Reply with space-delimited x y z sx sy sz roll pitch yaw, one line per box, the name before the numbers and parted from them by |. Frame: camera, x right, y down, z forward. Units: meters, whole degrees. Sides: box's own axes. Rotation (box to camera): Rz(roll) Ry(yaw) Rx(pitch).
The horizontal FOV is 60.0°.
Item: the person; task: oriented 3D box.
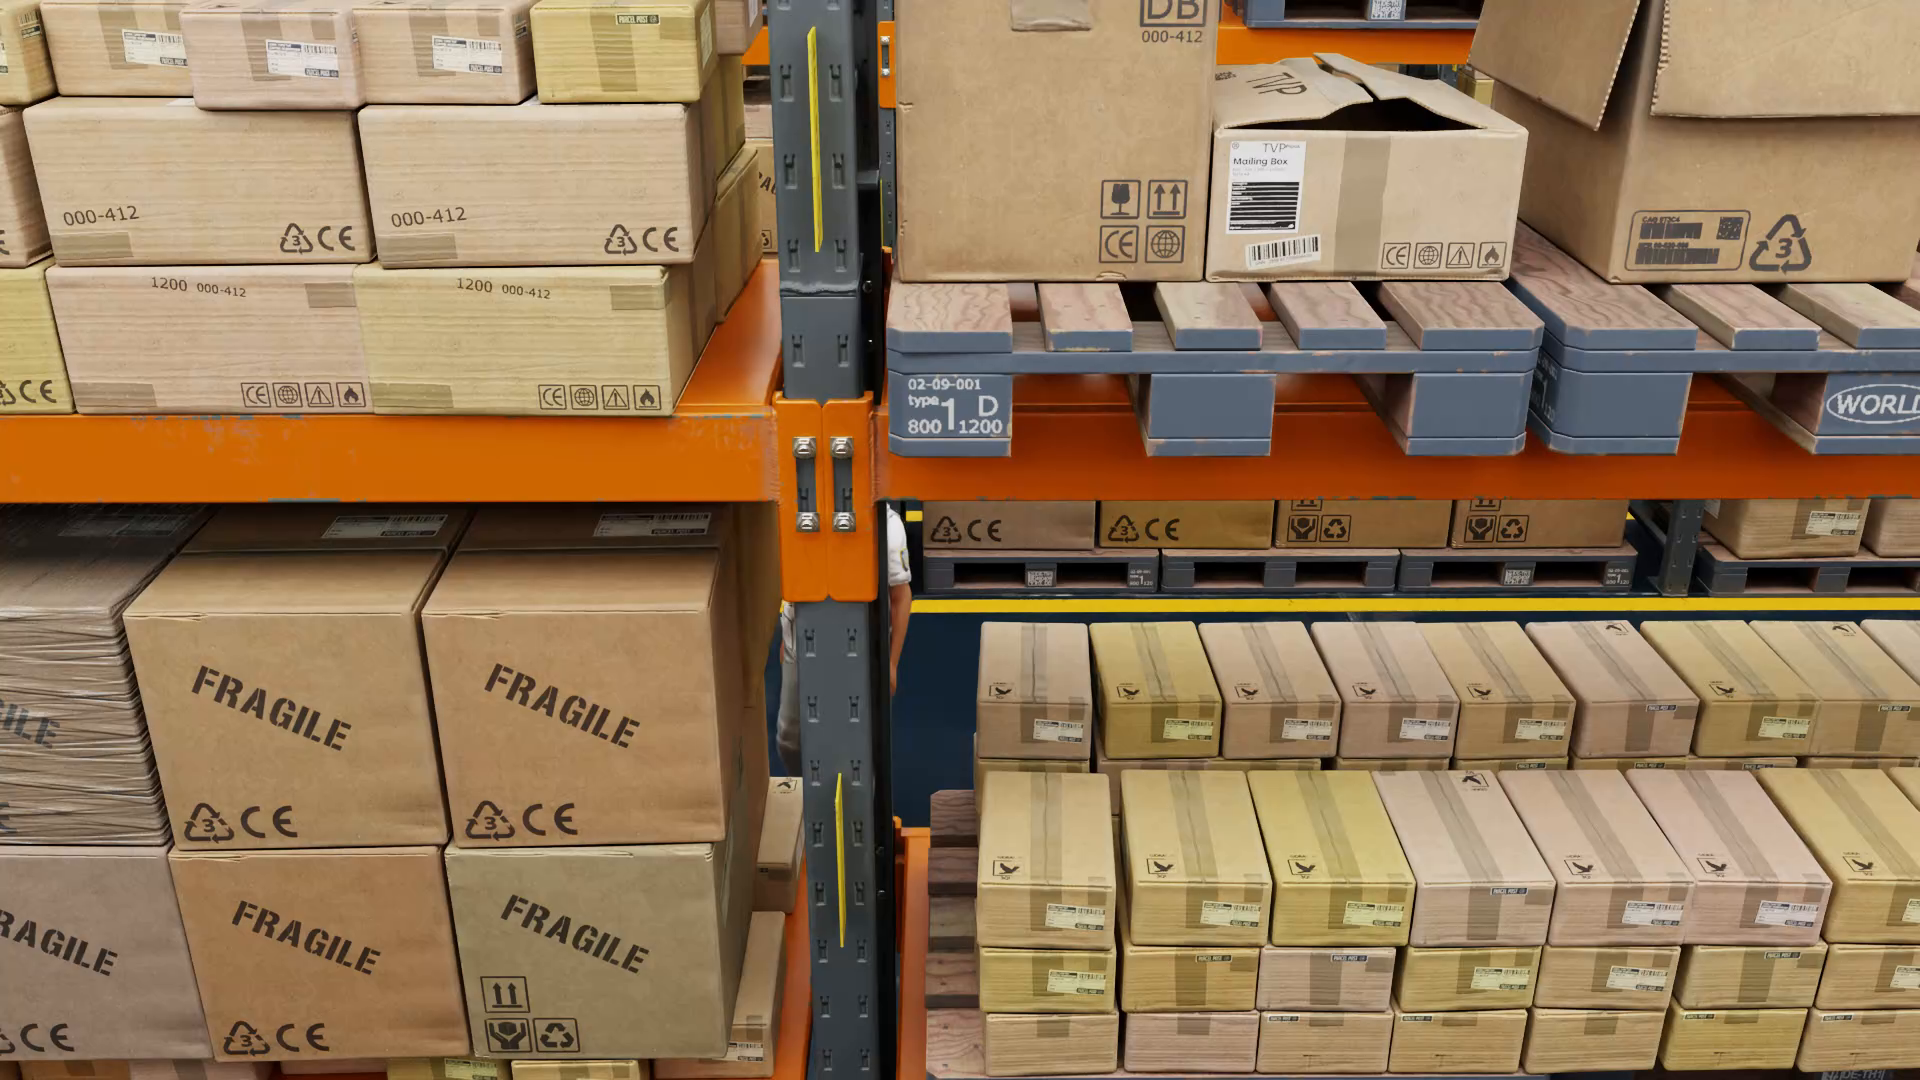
person | -0.443 0.451 6.115 0.528 1.735 0.456 6 25 13
